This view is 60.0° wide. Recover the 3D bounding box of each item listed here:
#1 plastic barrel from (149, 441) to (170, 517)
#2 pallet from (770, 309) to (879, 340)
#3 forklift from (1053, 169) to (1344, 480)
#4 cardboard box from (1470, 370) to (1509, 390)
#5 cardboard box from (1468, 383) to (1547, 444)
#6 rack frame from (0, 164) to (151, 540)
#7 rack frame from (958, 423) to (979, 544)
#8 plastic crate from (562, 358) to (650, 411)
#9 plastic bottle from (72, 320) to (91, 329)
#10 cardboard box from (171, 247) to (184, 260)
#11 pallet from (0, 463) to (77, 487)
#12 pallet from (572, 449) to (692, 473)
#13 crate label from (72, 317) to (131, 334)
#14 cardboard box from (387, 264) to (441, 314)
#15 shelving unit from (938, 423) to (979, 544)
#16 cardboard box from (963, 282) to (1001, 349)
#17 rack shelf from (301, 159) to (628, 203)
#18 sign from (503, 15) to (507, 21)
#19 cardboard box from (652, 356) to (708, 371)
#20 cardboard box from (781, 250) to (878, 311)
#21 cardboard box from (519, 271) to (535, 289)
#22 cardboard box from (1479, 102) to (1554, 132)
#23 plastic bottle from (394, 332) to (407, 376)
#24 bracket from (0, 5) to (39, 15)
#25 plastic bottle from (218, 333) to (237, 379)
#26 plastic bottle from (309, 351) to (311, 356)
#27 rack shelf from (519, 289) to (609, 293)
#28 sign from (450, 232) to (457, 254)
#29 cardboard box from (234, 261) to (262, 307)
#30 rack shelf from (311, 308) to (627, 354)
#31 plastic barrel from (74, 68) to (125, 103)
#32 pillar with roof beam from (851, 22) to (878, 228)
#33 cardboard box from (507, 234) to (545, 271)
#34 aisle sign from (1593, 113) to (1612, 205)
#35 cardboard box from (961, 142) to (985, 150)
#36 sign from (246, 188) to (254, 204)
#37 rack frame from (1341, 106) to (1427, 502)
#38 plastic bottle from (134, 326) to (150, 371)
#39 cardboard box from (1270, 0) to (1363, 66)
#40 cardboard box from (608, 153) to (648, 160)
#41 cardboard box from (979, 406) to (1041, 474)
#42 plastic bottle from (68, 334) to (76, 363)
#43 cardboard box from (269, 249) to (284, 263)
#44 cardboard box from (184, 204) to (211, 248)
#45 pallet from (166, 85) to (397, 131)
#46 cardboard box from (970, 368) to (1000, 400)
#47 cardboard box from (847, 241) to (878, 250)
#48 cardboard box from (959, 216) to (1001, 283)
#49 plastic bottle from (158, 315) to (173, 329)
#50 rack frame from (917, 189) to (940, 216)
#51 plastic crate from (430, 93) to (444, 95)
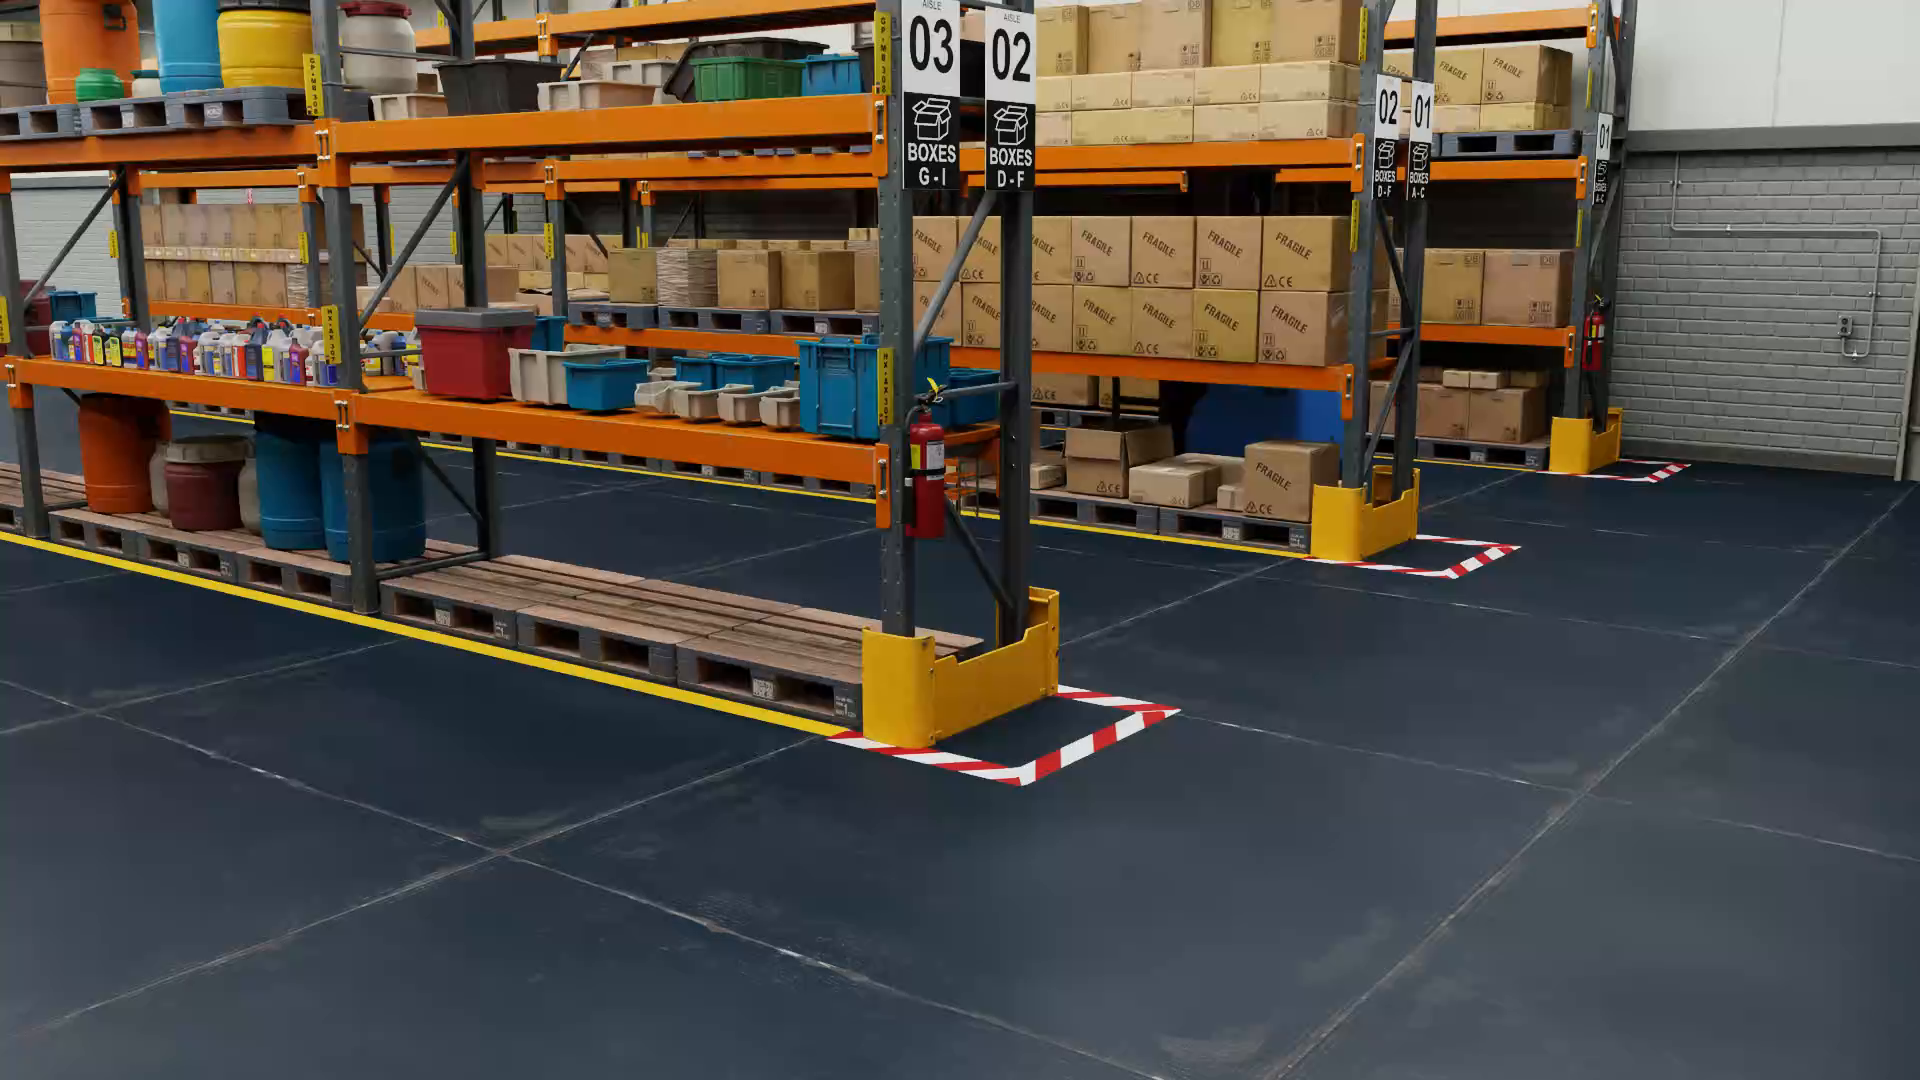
[{"bbox_3d":[-5.540,-0.441,11.858,0.421,0.512,0.421,0,11,0],"label":"plastic barrel"},{"bbox_3d":[-0.872,-1.879,14.352,1.213,0.211,1.003,8,13,36],"label":"pallet"},{"bbox_3d":[1.865,-1.952,14.402,3.031,2.935,1.130,9,14,39],"label":"forklift"},{"bbox_3d":[5.025,-1.523,15.774,0.250,0.149,0.380,8,13,35],"label":"cardboard box"},{"bbox_3d":[5.237,-1.218,15.905,0.500,0.500,0.700,8,13,36],"label":"cardboard box"},{"bbox_3d":[-6.452,-1.559,12.190,0.127,3.000,1.000,8,13,36],"label":"rack frame"},{"bbox_3d":[0.062,-0.580,11.871,0.006,1.200,0.240,8,13,36],"label":"rack frame"},{"bbox_3d":[-1.811,-0.798,8.541,0.300,0.233,0.416,8,13,36],"label":"plastic crate"},{"bbox_3d":[-6.204,-1.423,11.814,0.135,0.276,0.152,8,13,36],"label":"plastic bottle"},{"bbox_3d":[-9.160,-3.420,19.841,0.250,0.149,0.380,8,13,35],"label":"cardboard box"},{"bbox_3d":[-8.033,-0.420,13.645,1.213,0.211,1.003,8,13,36],"label":"pallet"},{"bbox_3d":[-2.938,-0.858,15.908,1.213,0.211,1.003,8,13,36],"label":"pallet"},{"bbox_3d":[-6.570,-1.581,12.747,0.416,0.233,0.303,8,13,36],"label":"crate label"},{"bbox_3d":[-5.707,-2.667,17.657,0.500,0.500,0.500,9,14,40],"label":"cardboard box"},{"bbox_3d":[-0.012,-0.591,11.924,0.189,1.200,0.258,8,13,36],"label":"shelving unit"},{"bbox_3d":[0.371,-1.760,12.966,0.500,0.500,0.500,8,14,37],"label":"cardboard box"},{"bbox_3d":[-5.129,-3.661,17.053,4.000,0.370,1.077,8,13,36],"label":"rack shelf"},{"bbox_3d":[-6.691,-7.539,24.432,0.005,0.325,0.100,8,13,36],"label":"sign"},{"bbox_3d":[-2.576,-1.599,15.844,0.500,0.250,0.500,9,14,38],"label":"cardboard box"},{"bbox_3d":[-1.134,-2.277,14.535,0.700,0.500,0.500,-11,15,-44],"label":"cardboard box"},{"bbox_3d":[-5.996,-3.693,23.565,0.500,0.250,0.500,8,13,35],"label":"cardboard box"},{"bbox_3d":[5.113,-3.872,15.276,0.500,0.250,0.500,8,14,37],"label":"cardboard box"},{"bbox_3d":[-3.561,-1.189,10.615,0.097,0.271,0.097,0,11,0],"label":"plastic bottle"},{"bbox_3d":[-18.267,-10.374,32.485,4.783,0.066,0.076,8,13,36],"label":"bracket"},{"bbox_3d":[-4.546,-1.156,10.434,0.135,0.276,0.152,8,13,36],"label":"plastic bottle"},{"bbox_3d":[-3.918,-1.039,10.029,0.097,0.201,0.097,0,11,0],"label":"plastic bottle"},{"bbox_3d":[-5.424,-3.397,23.584,4.000,0.370,1.077,8,13,36],"label":"rack shelf"},{"bbox_3d":[-7.357,-4.317,24.167,0.005,0.325,0.100,8,13,36],"label":"sign"},{"bbox_3d":[-7.933,-2.980,19.271,0.500,0.500,0.700,8,14,36],"label":"cardboard box"},{"bbox_3d":[-5.129,-2.188,17.338,4.000,0.370,1.077,8,13,36],"label":"rack shelf"},{"bbox_3d":[-5.734,-3.007,11.082,0.294,0.245,0.294,0,11,0],"label":"plastic barrel"},{"bbox_3d":[-3.672,-5.640,17.493,0.400,9.000,9.100,8,13,36],"label":"pillar with roof beam"},{"bbox_3d":[-6.024,-4.063,23.504,0.500,0.500,0.500,7,13,34],"label":"cardboard box"},{"bbox_3d":[5.741,-3.398,14.854,0.004,0.787,0.394,8,13,36],"label":"aisle sign"},{"bbox_3d":[0.353,-3.117,12.740,0.500,0.250,0.500,8,13,36],"label":"cardboard box"},{"bbox_3d":[-12.712,-6.141,29.773,0.199,0.298,0.001,8,13,36],"label":"sign"},{"bbox_3d":[2.931,-1.417,11.458,0.127,3.000,1.000,8,13,36],"label":"rack frame"},{"bbox_3d":[-5.390,-1.266,10.986,0.133,0.283,0.061,8,13,36],"label":"plastic bottle"},{"bbox_3d":[2.507,-3.485,11.354,0.500,0.500,0.700,8,13,36],"label":"cardboard box"},{"bbox_3d":[-2.734,-3.737,15.289,0.500,0.500,0.910,8,13,36],"label":"cardboard box"},{"bbox_3d":[0.334,-0.835,13.872,0.500,0.500,0.500,8,13,36],"label":"cardboard box"},{"bbox_3d":[-6.139,-1.335,11.556,0.097,0.201,0.097,0,11,0],"label":"plastic bottle"},{"bbox_3d":[-7.498,-3.189,18.645,0.250,0.149,0.380,7,13,34],"label":"cardboard box"},{"bbox_3d":[-8.720,-3.727,19.718,0.500,0.500,0.700,8,14,36],"label":"cardboard box"},{"bbox_3d":[-3.918,-2.562,9.976,1.003,0.211,1.213,8,13,36],"label":"pallet"},{"bbox_3d":[0.629,-2.024,19.148,0.750,0.750,0.750,8,13,35],"label":"cardboard box"},{"bbox_3d":[-0.973,-3.392,20.243,0.500,0.500,0.700,6,13,29],"label":"cardboard box"},{"bbox_3d":[0.336,-2.253,12.882,0.500,0.500,0.500,7,13,34],"label":"cardboard box"},{"bbox_3d":[-5.873,-1.521,12.303,0.133,0.283,0.061,8,13,36],"label":"plastic bottle"},{"bbox_3d":[-0.588,-3.075,20.029,0.127,3.000,1.000,8,13,36],"label":"rack frame"},{"bbox_3d":[-2.708,-2.476,9.593,0.662,0.188,0.450,8,13,36],"label":"plastic crate"}]
